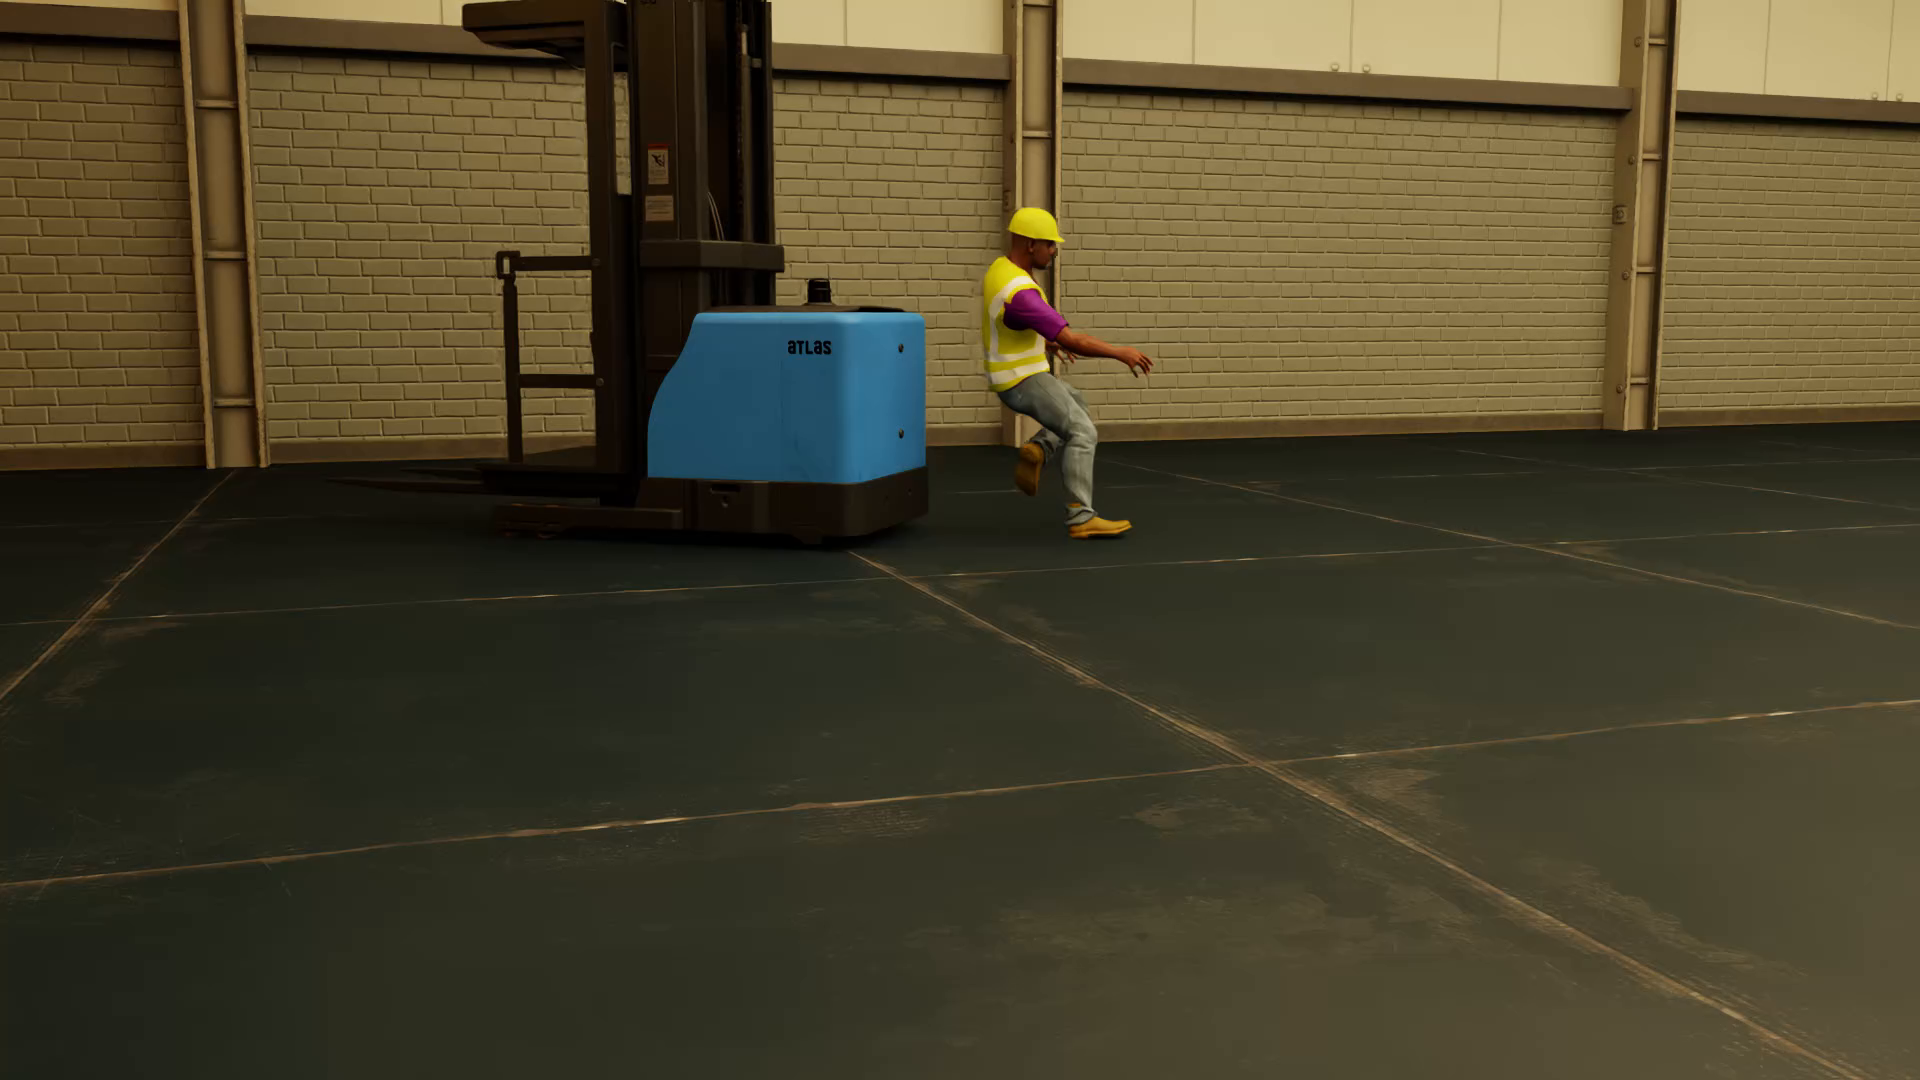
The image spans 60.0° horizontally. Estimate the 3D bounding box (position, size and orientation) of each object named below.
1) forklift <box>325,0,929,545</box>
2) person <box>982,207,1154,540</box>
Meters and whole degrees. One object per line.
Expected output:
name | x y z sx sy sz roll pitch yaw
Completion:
forklift | -1.732 -1.522 8.242 3.031 2.935 1.130 3 8 18
person | 0.516 -0.834 8.220 0.794 1.586 0.825 -1 8 -6
